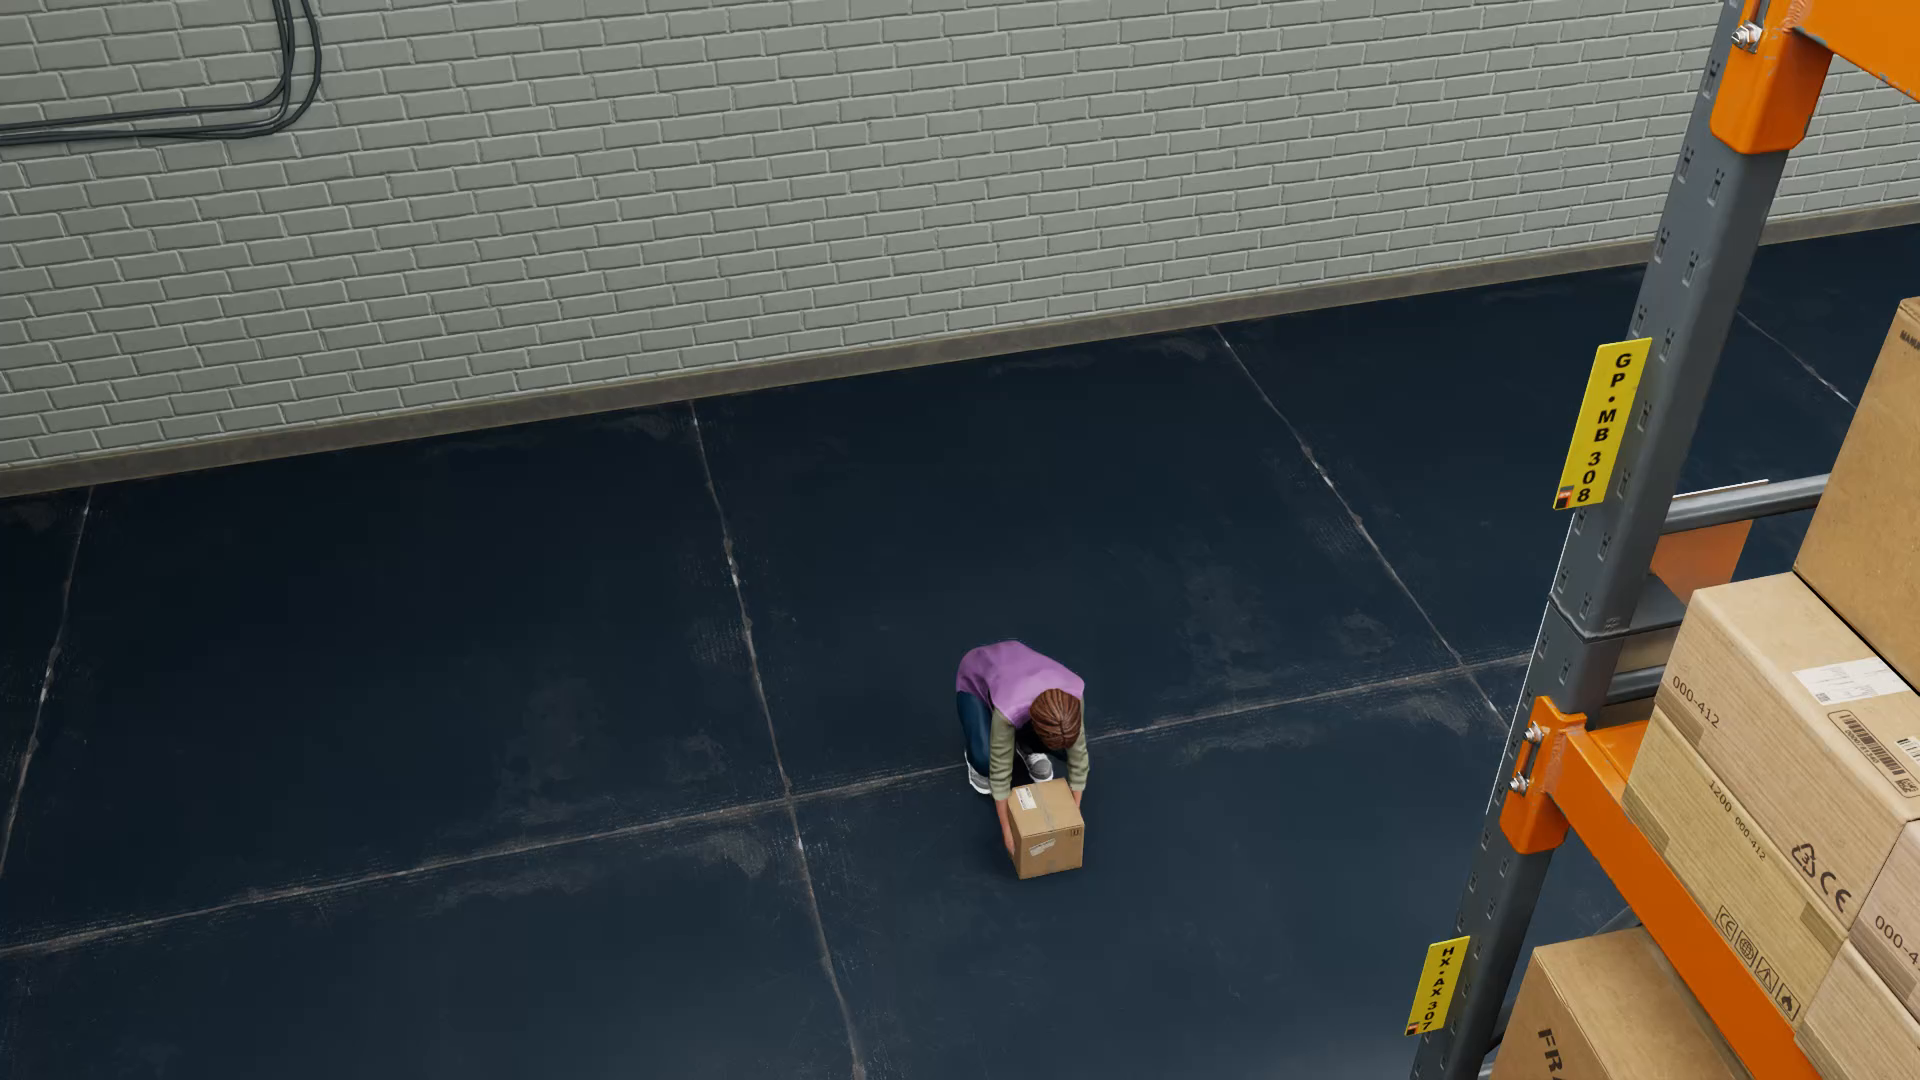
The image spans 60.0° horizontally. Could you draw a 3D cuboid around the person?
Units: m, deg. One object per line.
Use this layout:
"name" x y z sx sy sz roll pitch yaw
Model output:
"person" 0.234 0.713 6.494 0.436 0.774 0.803 -9 40 -12
